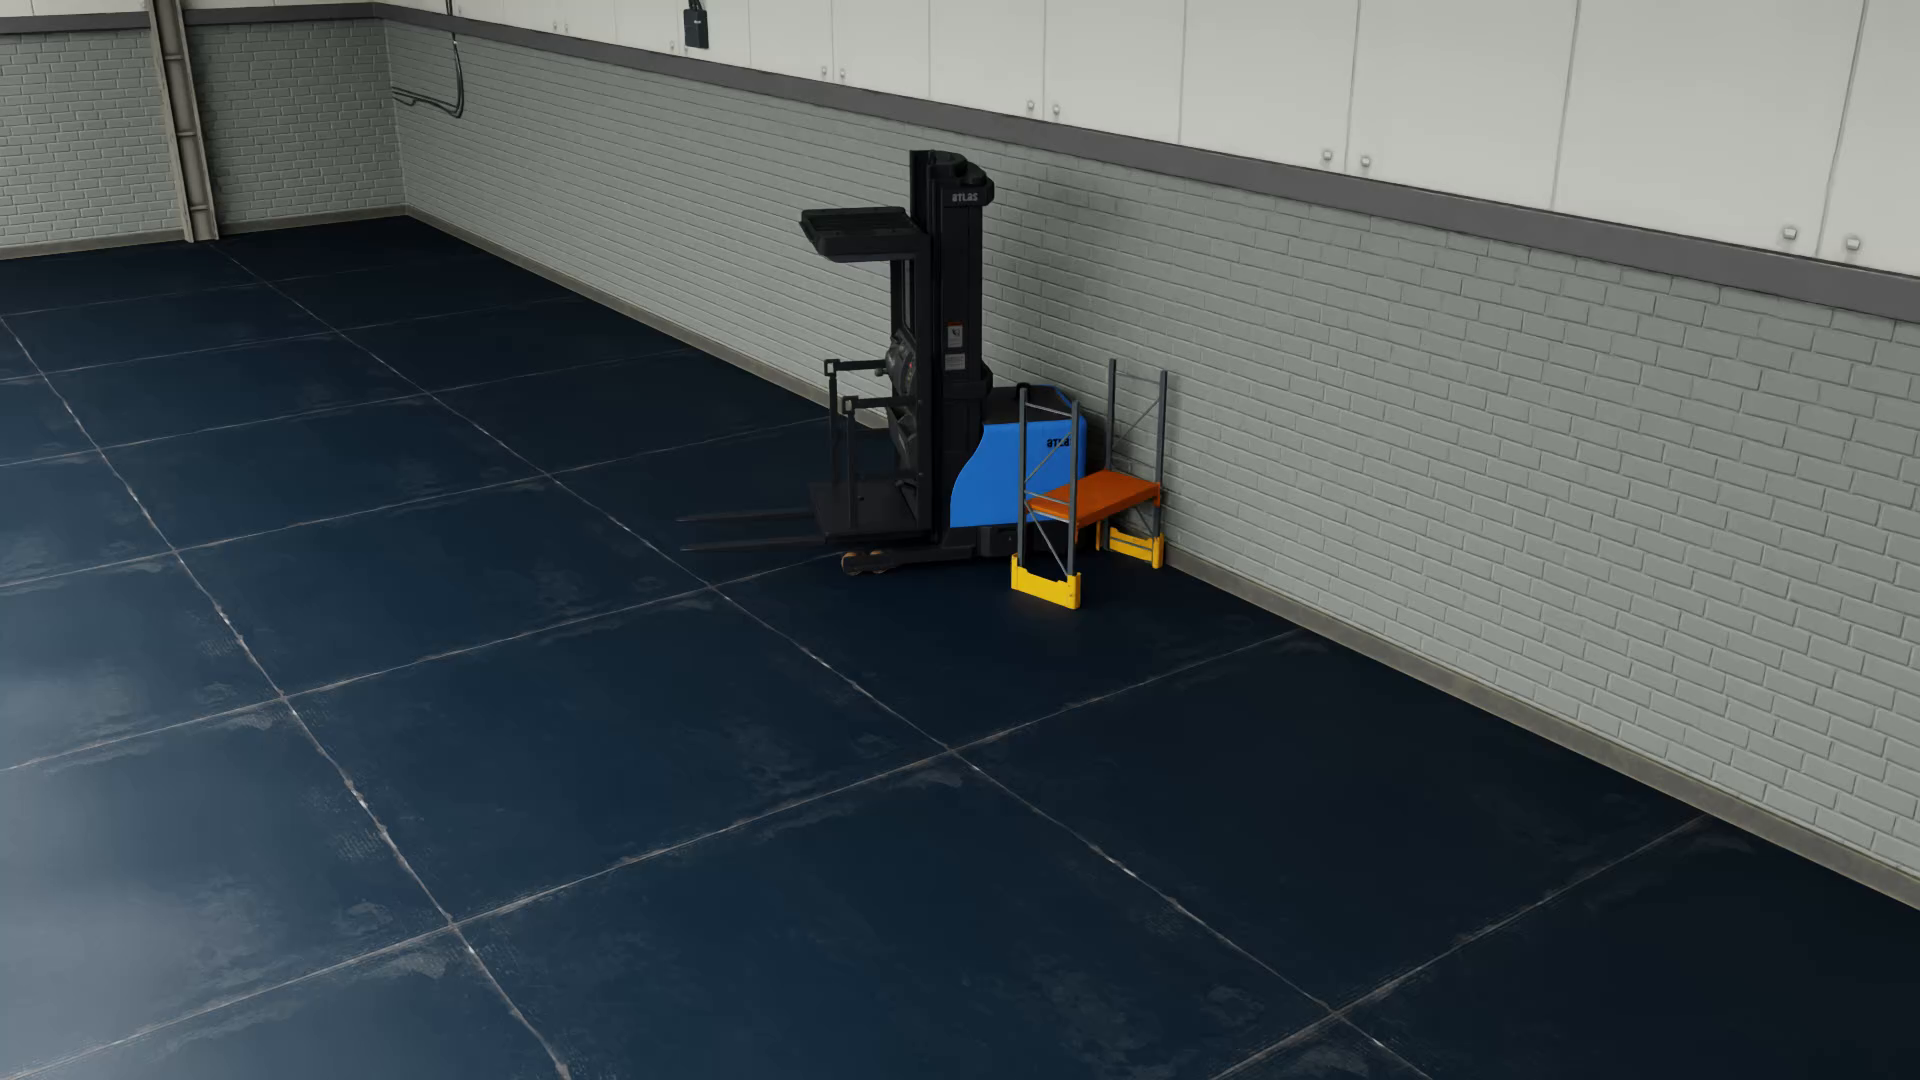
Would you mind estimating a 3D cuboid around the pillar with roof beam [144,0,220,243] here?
[{"bbox_3d":[-8.238,-7.154,18.682,0.400,9.000,9.100,-15,26,-33],"label":"pillar with roof beam"}]

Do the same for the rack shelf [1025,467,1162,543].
[{"bbox_3d":[0.948,-0.264,12.019,0.538,0.185,1.000,18,28,38],"label":"rack shelf"}]

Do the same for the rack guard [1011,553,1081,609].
[{"bbox_3d":[0.610,0.289,11.834,0.587,0.250,0.087,18,28,38],"label":"rack guard"}]

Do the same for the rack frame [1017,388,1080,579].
[{"bbox_3d":[0.609,-0.291,11.601,0.500,1.500,0.032,18,28,38],"label":"rack frame"}]

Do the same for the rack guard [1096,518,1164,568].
[{"bbox_3d":[1.275,0.015,12.522,0.587,0.250,0.087,18,28,38],"label":"rack guard"}]

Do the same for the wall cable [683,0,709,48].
[{"bbox_3d":[-2.057,-7.409,14.733,0.169,6.003,2.305,-15,26,-33],"label":"wall cable"}]

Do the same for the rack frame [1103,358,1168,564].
[{"bbox_3d":[1.288,-0.571,12.304,0.500,1.500,0.032,18,28,38],"label":"rack frame"}]

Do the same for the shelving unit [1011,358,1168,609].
[{"bbox_3d":[0.942,-0.428,11.946,0.587,1.500,1.083,18,28,38],"label":"shelving unit"}]

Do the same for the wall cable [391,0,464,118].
[{"bbox_3d":[-7.588,-7.247,23.105,0.112,2.526,3.097,-15,26,-33],"label":"wall cable"}]

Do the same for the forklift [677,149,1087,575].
[{"bbox_3d":[-0.616,-1.315,12.236,3.031,2.935,1.130,-4,22,-11],"label":"forklift"}]
